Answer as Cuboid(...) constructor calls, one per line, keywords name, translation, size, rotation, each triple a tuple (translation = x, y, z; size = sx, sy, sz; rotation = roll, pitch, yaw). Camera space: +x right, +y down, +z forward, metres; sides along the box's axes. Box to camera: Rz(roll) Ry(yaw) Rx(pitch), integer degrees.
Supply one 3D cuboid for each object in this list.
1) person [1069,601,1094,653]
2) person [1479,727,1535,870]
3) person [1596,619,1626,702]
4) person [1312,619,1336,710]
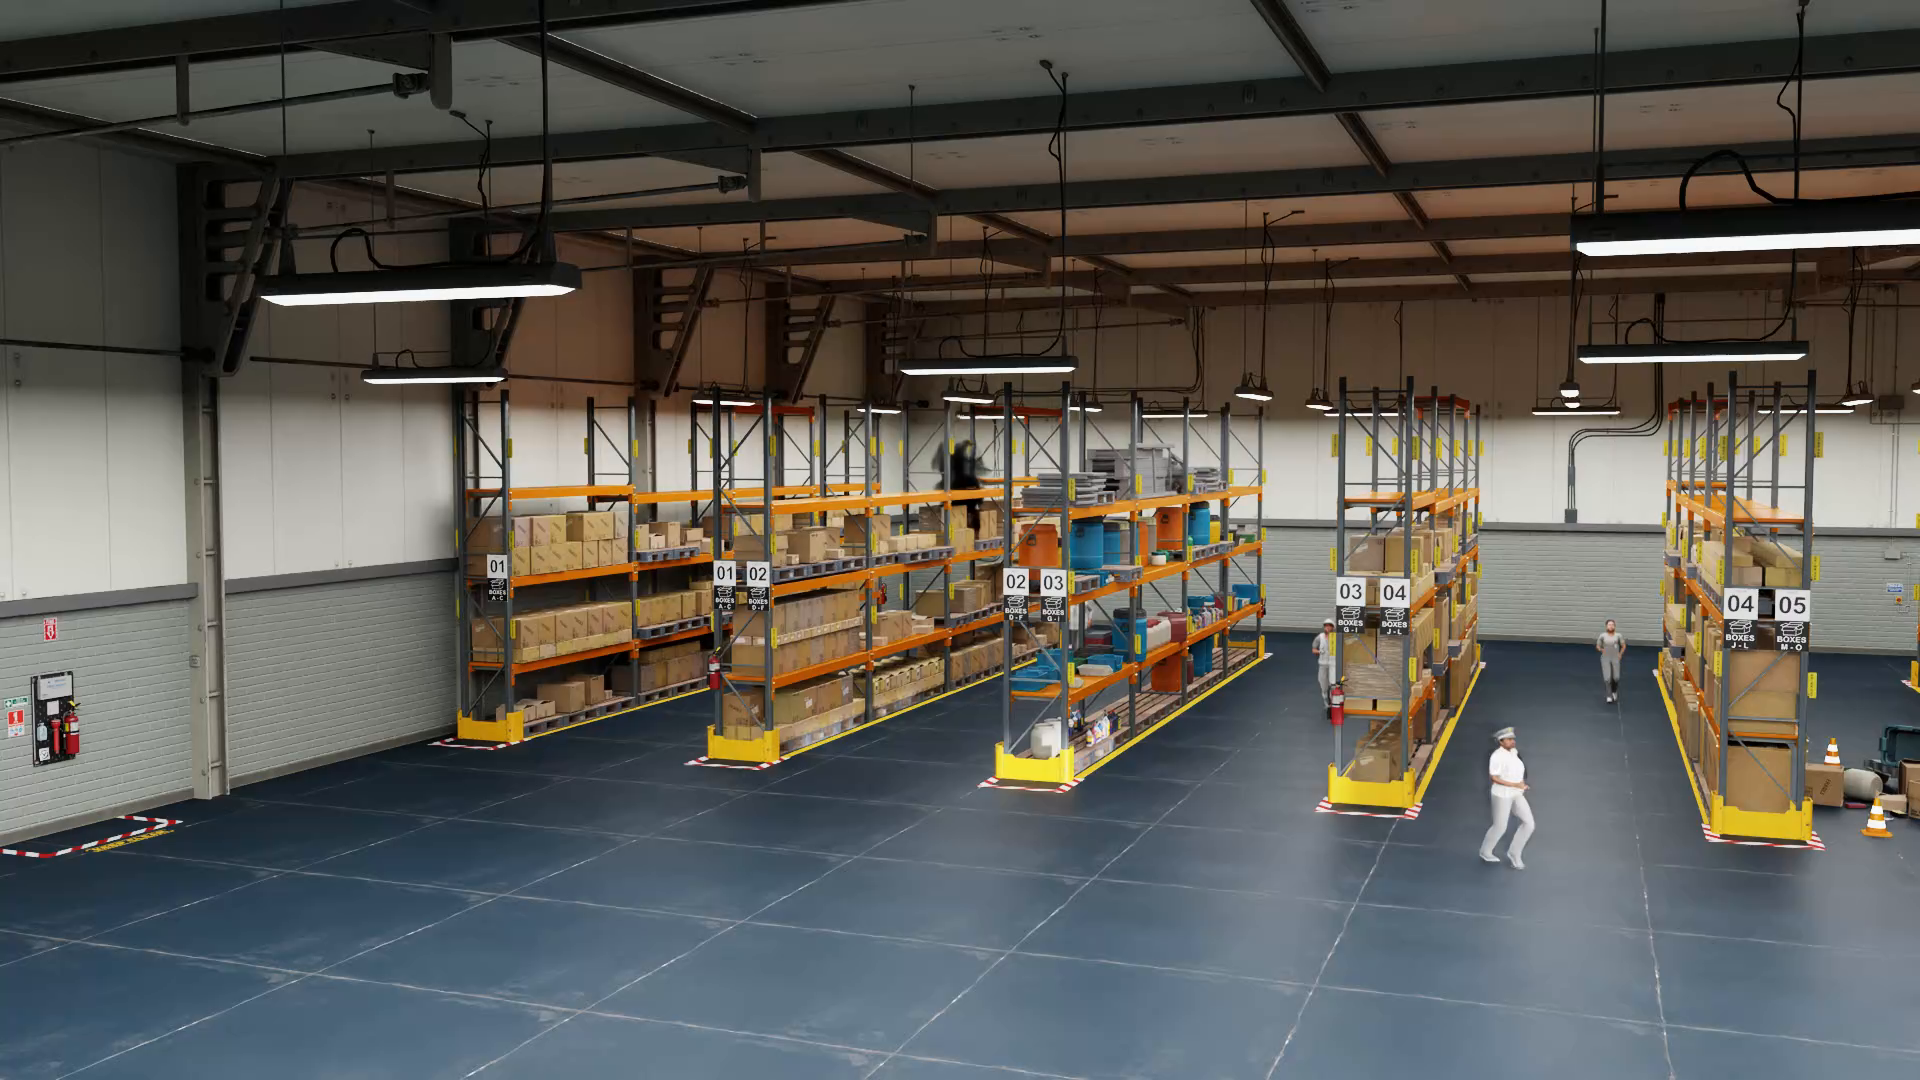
Cuboid(name="person", translation=(2.458, 1.897, 34.996), size=(0.665, 1.827, 0.875), rotation=(1, 3, 21))
Cuboid(name="person", translation=(6.545, 3.078, 19.877), size=(0.579, 1.724, 0.693), rotation=(-2, 4, -30))
Cuboid(name="person", translation=(12.789, 2.383, 32.671), size=(0.555, 1.618, 0.556), rotation=(1, 3, 20))
Cuboid(name="person", translation=(6.942, 2.391, 31.257), size=(0.645, 1.820, 0.734), rotation=(1, 3, 23))
